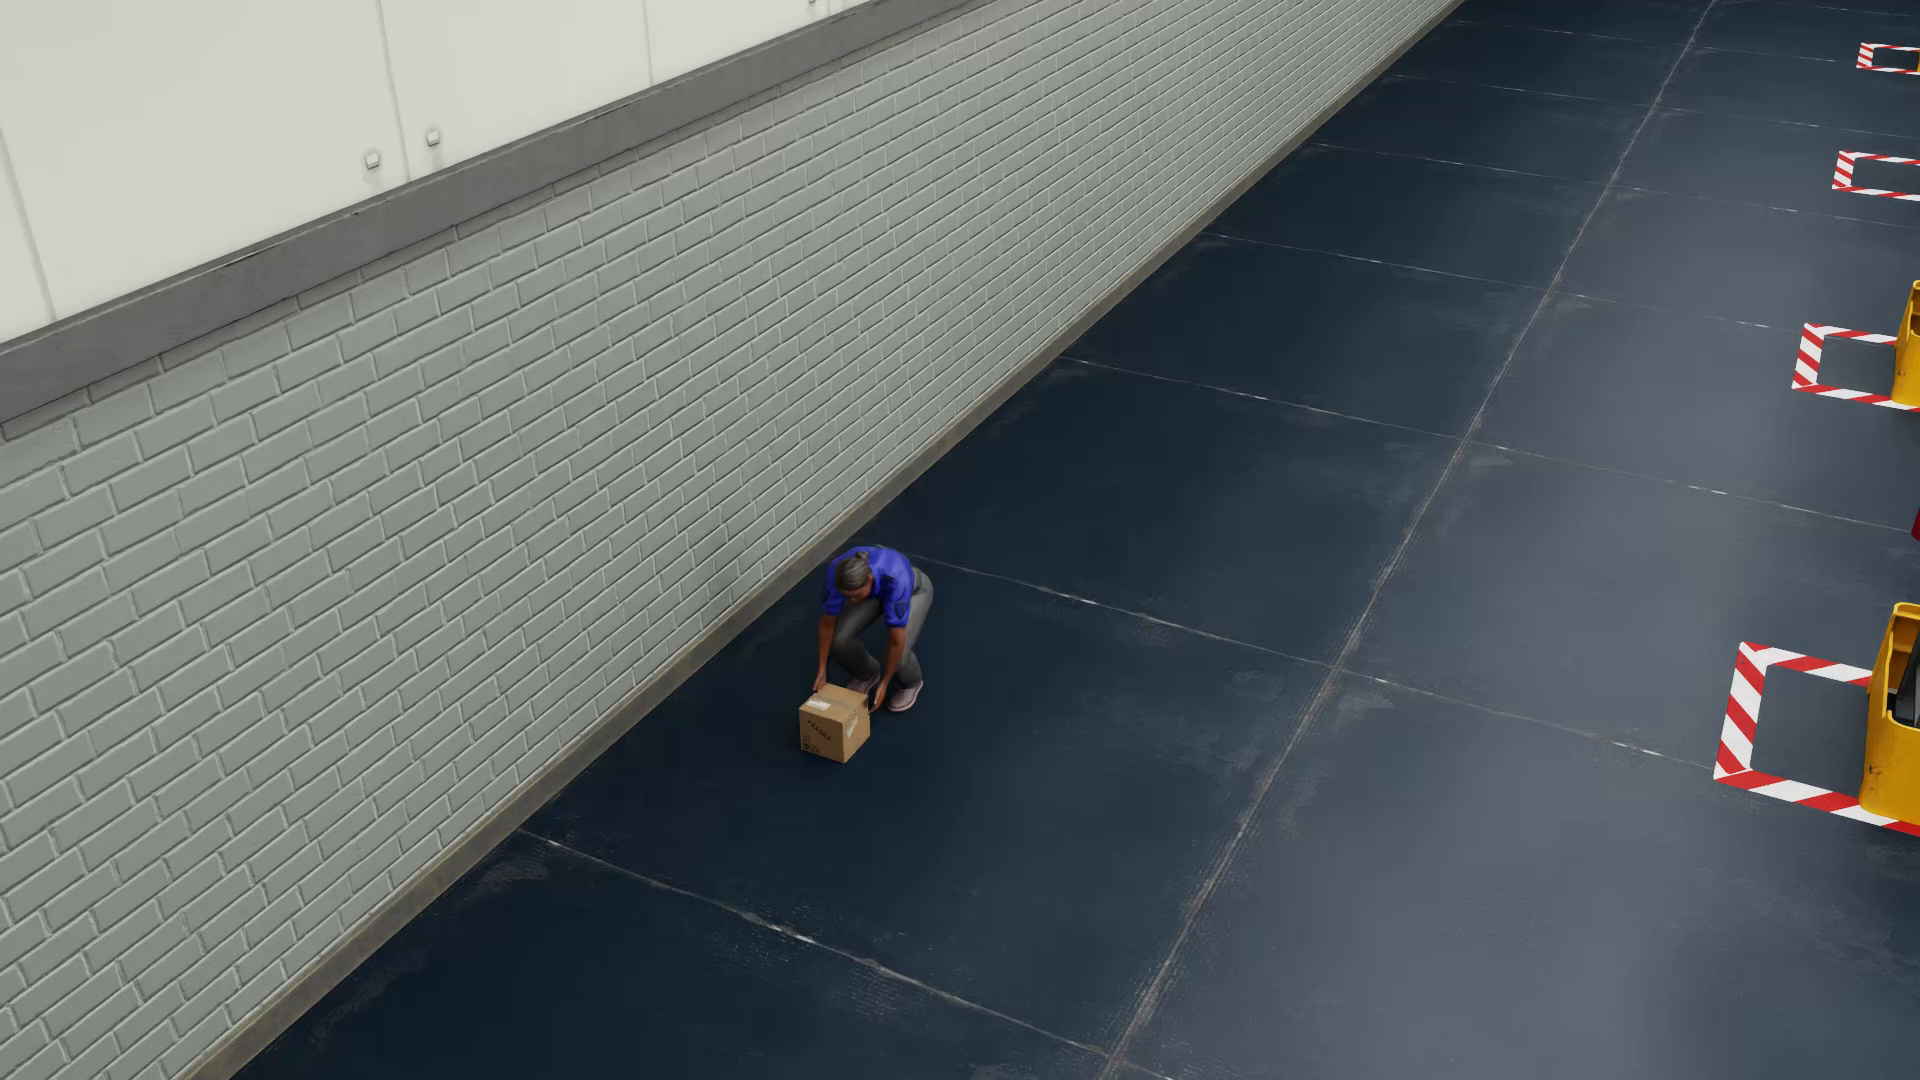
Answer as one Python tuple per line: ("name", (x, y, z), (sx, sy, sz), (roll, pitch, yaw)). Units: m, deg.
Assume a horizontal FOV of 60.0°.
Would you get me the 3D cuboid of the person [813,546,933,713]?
("person", (-0.401, 0.395, 8.247), (0.485, 1.025, 0.767), (14, 33, 23))
